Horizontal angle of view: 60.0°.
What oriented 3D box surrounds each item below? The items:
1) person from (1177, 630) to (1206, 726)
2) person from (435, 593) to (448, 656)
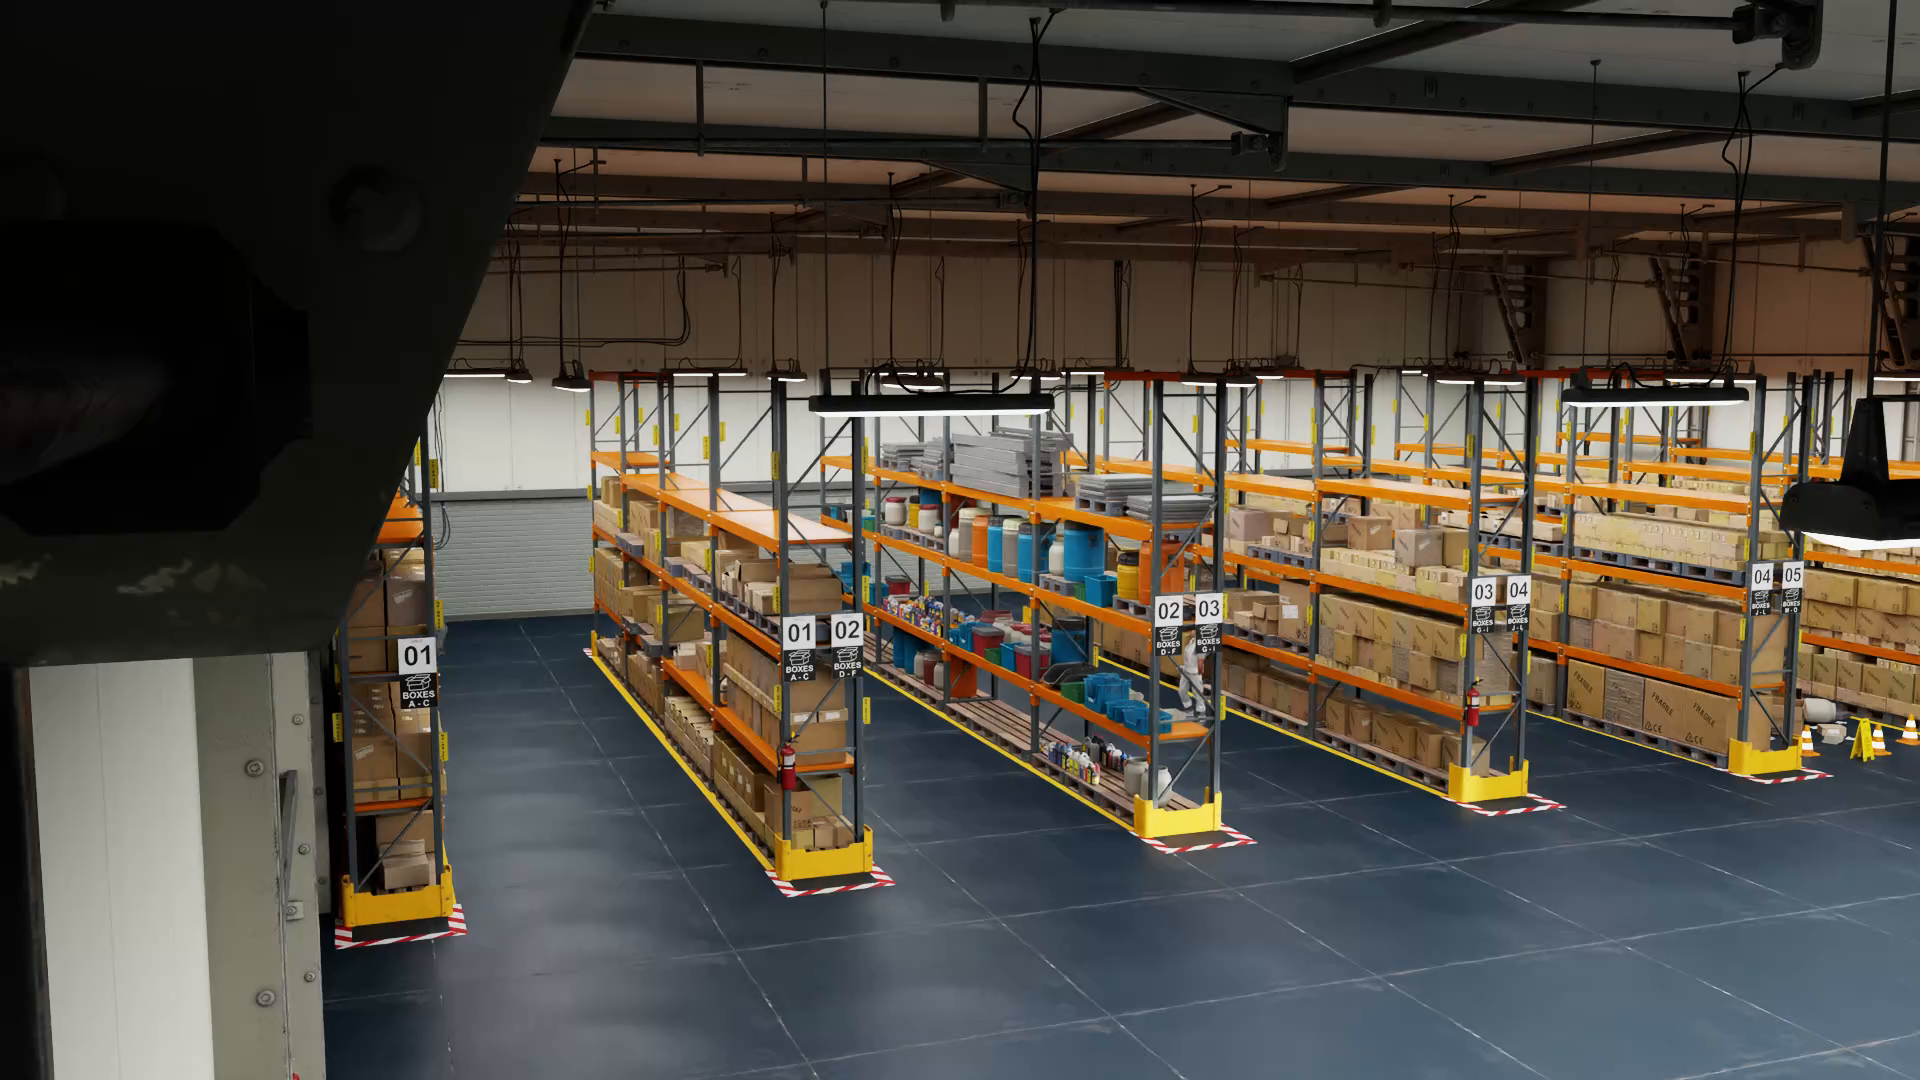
[{"bbox_3d":[3.960,2.277,28.323,0.365,1.805,0.702,-3,7,-21],"label":"person"},{"bbox_3d":[-11.033,1.633,34.761,0.535,1.676,0.591,0,6,4],"label":"person"}]
